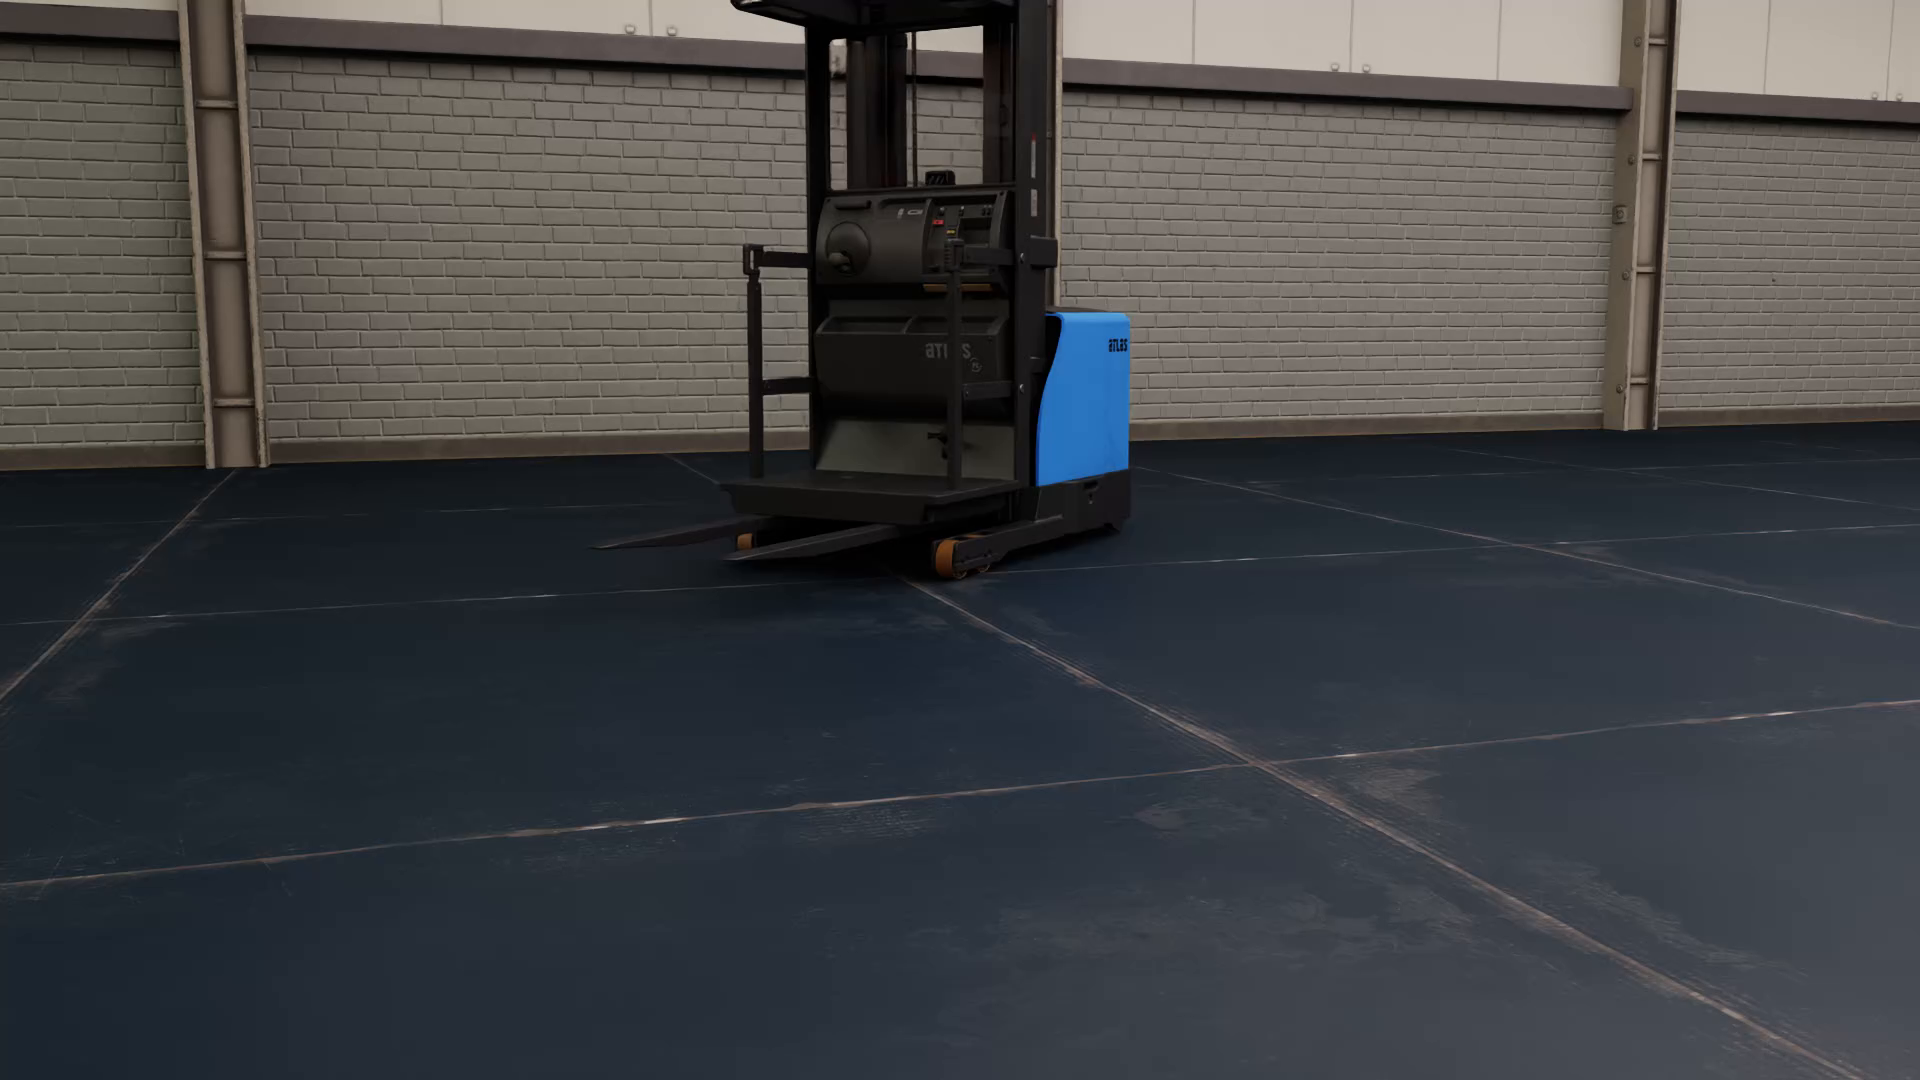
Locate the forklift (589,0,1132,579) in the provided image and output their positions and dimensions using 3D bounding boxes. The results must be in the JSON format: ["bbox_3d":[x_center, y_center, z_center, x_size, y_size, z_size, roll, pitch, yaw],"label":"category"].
[{"bbox_3d":[-0.321,-1.361,7.056,1.130,2.935,3.031,4,9,29],"label":"forklift"}]
